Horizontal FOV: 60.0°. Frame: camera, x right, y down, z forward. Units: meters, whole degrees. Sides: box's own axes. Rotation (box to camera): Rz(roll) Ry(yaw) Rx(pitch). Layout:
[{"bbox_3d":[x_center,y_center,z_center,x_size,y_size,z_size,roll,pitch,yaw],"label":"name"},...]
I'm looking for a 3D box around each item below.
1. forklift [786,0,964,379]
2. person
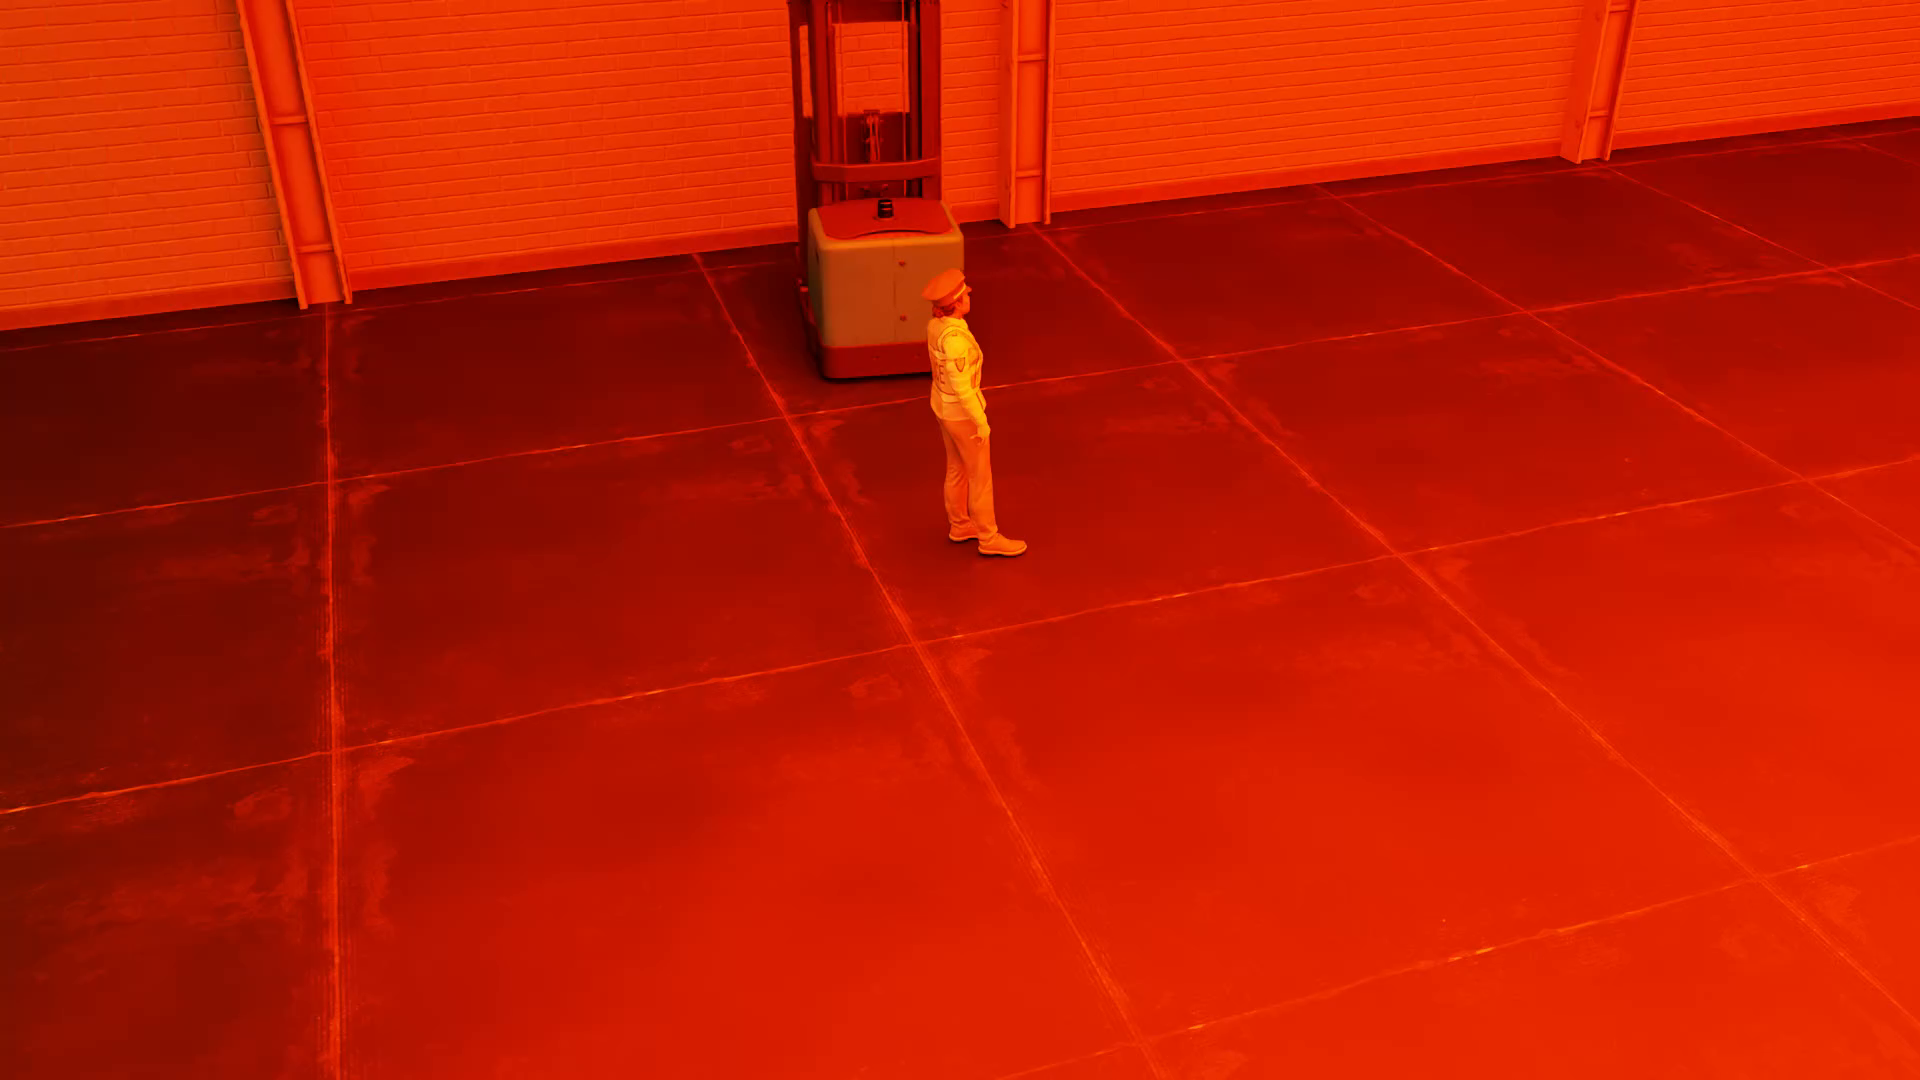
[{"bbox_3d":[-0.726,-3.142,12.548,1.130,2.935,3.031,-5,30,-9],"label":"forklift"},{"bbox_3d":[0.068,-0.744,9.605,0.533,1.696,0.569,-10,31,-16],"label":"person"}]
